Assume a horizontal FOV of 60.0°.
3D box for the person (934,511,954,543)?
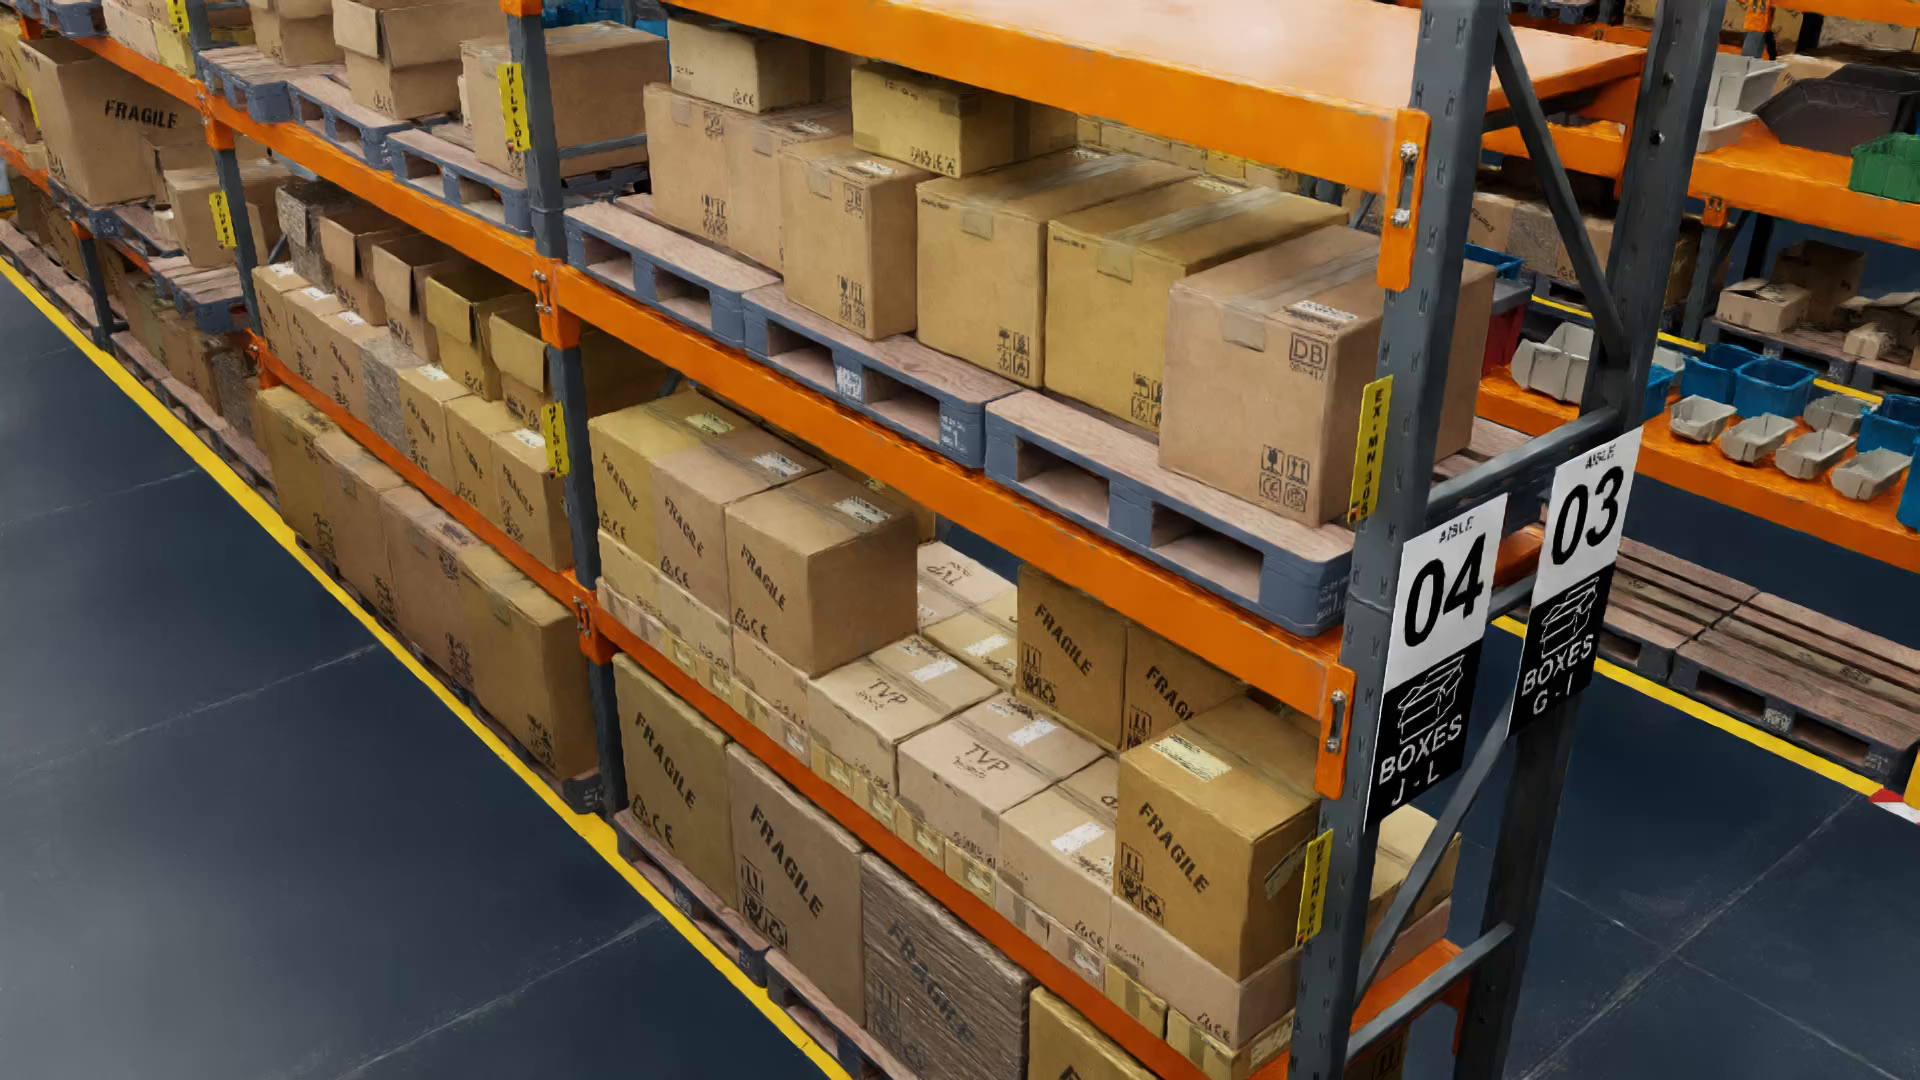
[{"bbox_3d":[-0.202,-0.319,9.178,0.637,1.731,0.483,-8,29,-15],"label":"person"}]
